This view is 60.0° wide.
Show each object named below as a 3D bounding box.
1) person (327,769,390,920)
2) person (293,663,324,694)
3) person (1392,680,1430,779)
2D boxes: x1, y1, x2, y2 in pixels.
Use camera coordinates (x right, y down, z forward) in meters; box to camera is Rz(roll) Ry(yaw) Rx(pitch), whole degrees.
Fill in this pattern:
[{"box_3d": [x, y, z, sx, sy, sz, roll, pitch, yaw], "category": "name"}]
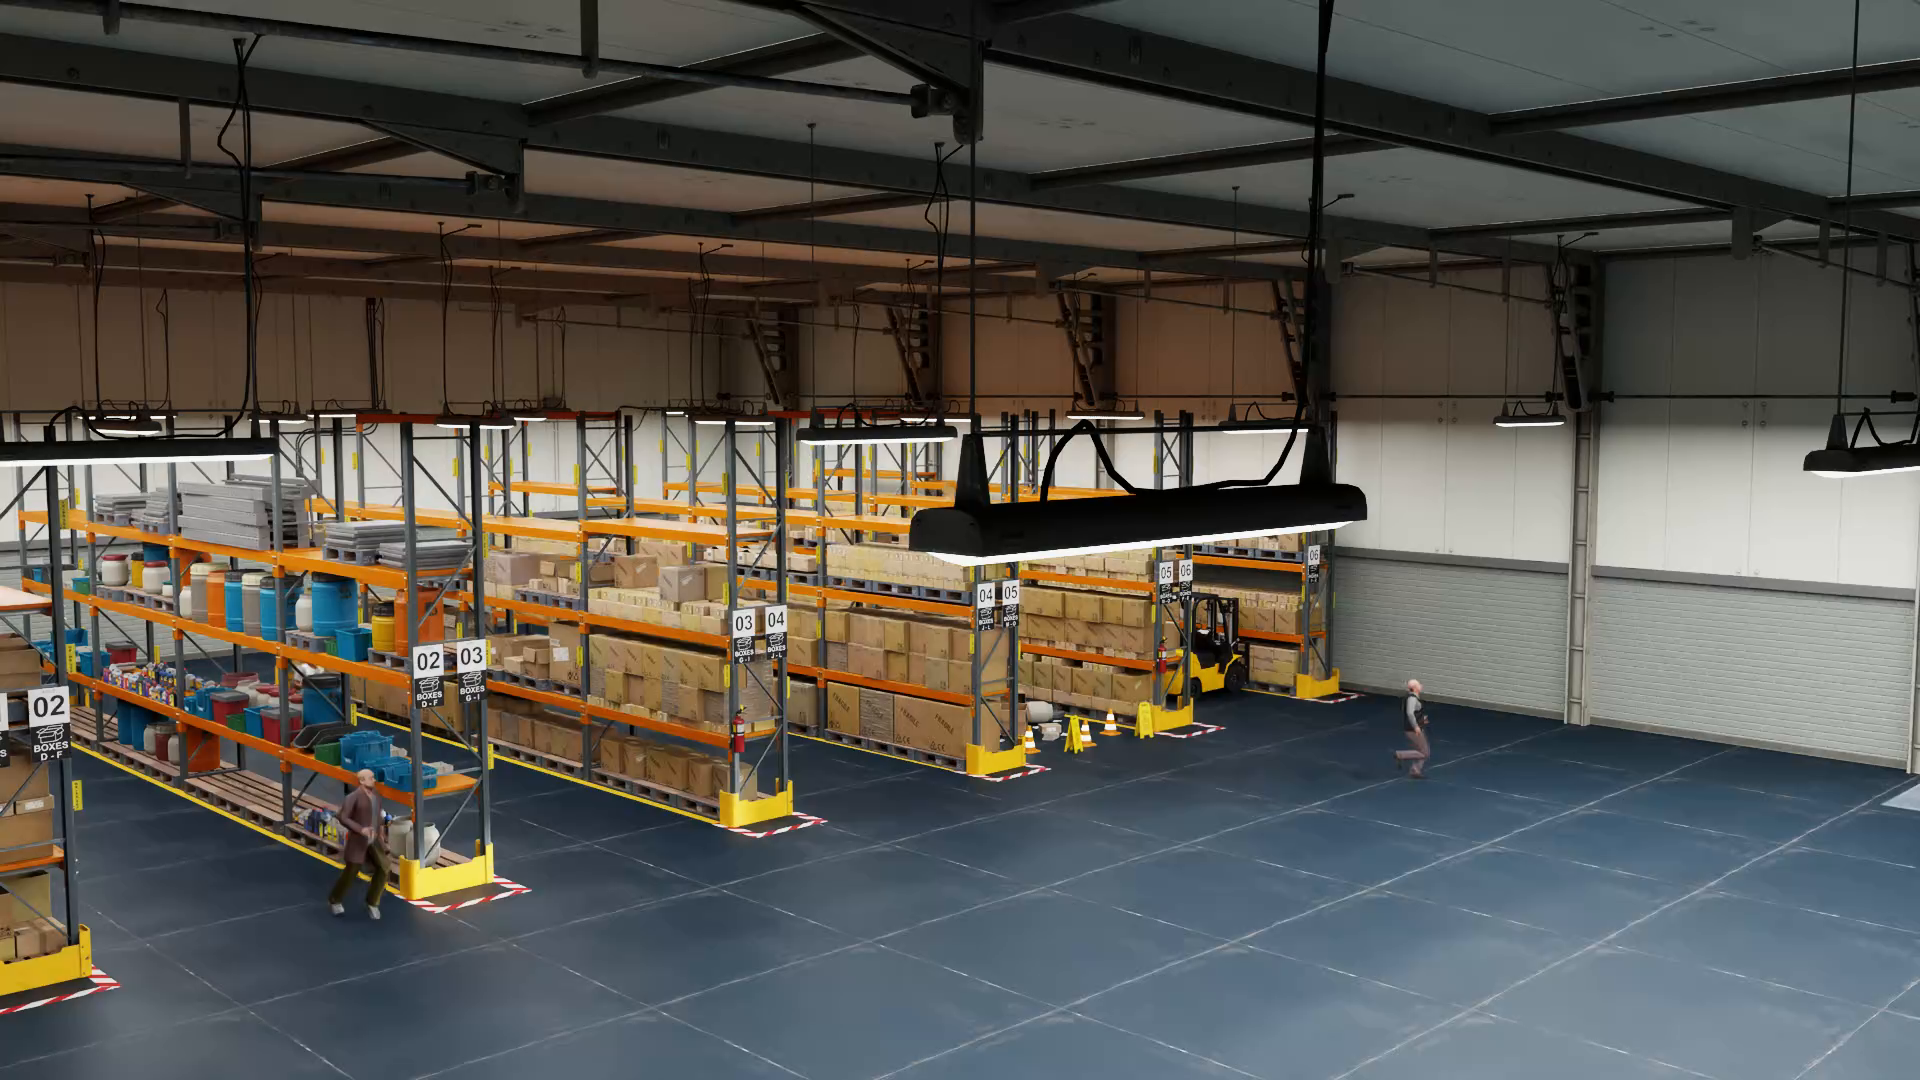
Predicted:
[{"box_3d": [-7.301, 3.702, 20.350, 0.765, 1.804, 0.768, 3, 6, 27], "category": "person"}, {"box_3d": [-11.787, 2.835, 30.225, 0.704, 1.743, 0.687, 3, 6, 33], "category": "person"}, {"box_3d": [7.443, 3.124, 27.425, 0.627, 1.660, 0.662, 1, 5, 7], "category": "person"}]
